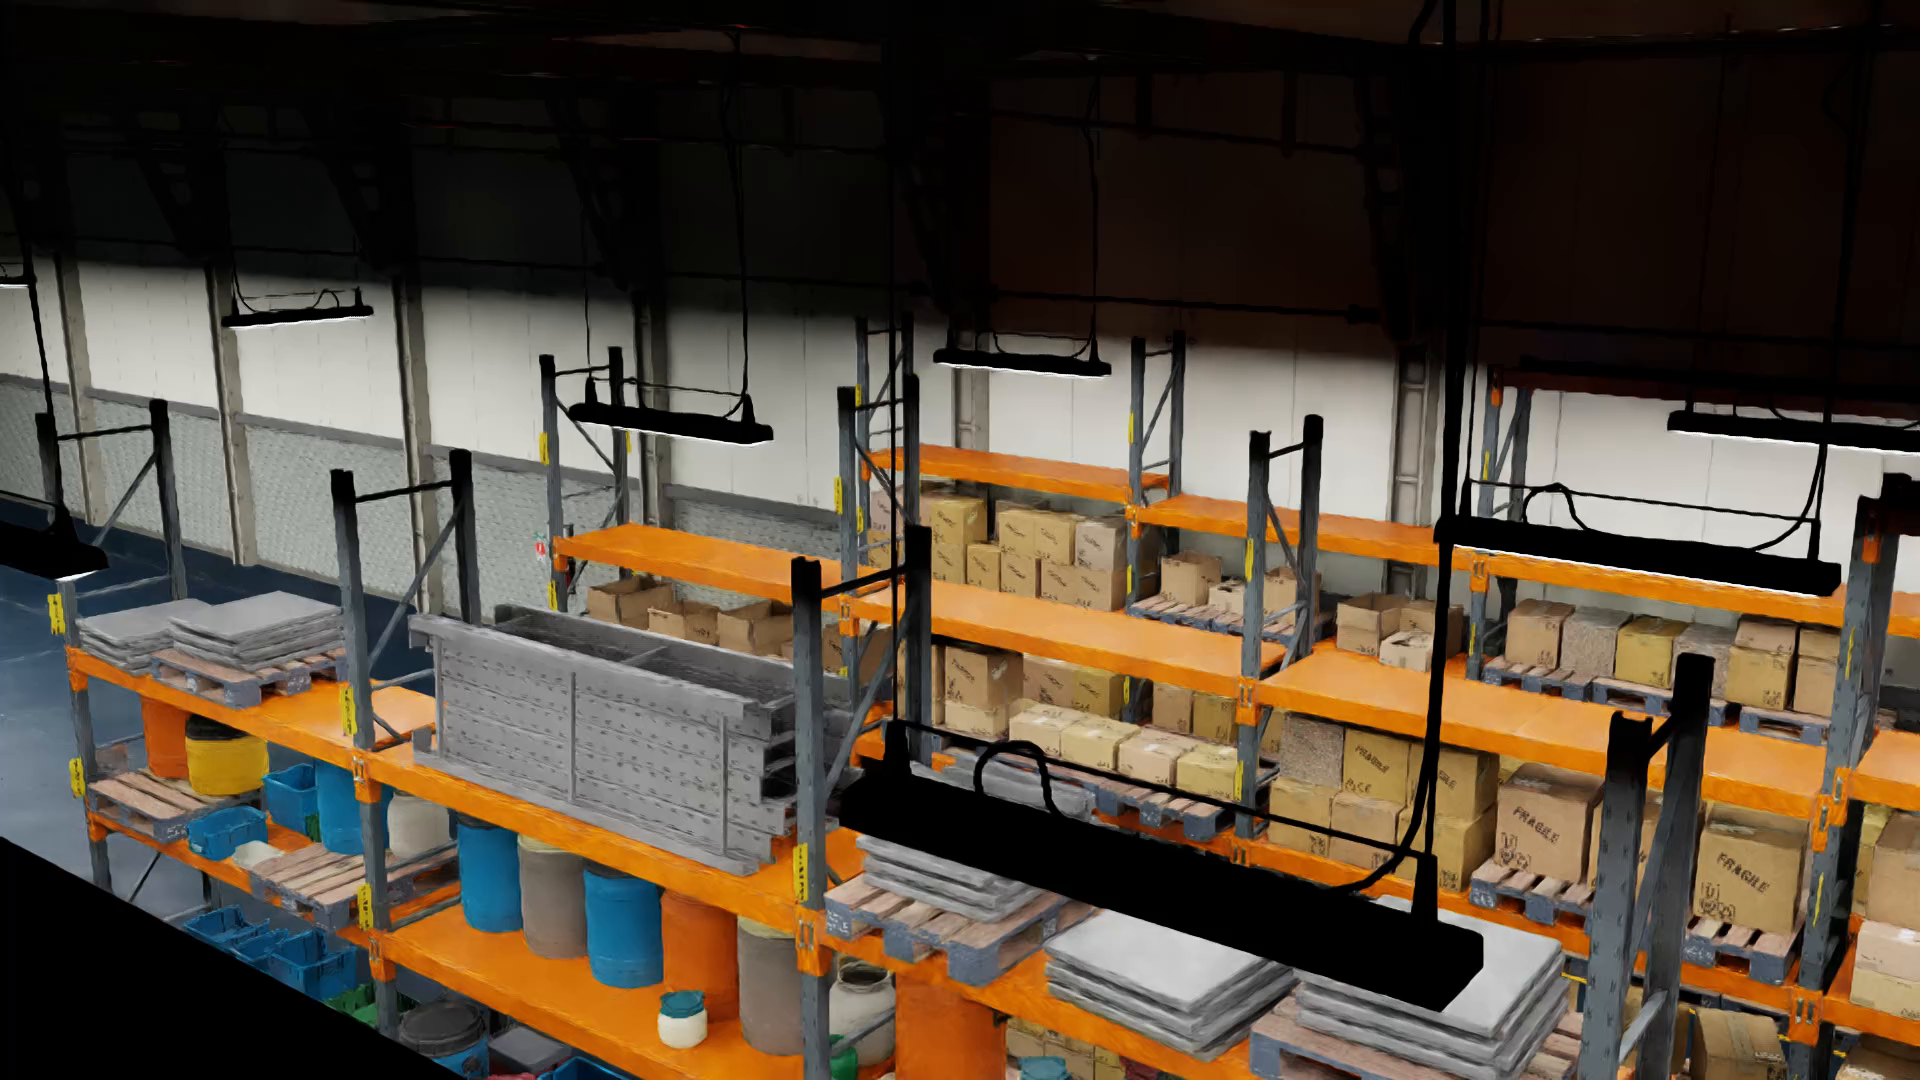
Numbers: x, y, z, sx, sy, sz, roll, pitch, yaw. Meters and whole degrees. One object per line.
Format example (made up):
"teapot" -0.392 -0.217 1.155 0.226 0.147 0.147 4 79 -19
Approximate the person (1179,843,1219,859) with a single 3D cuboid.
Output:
"person" 2.441 3.365 17.225 1.026 1.581 0.538 7 15 28
